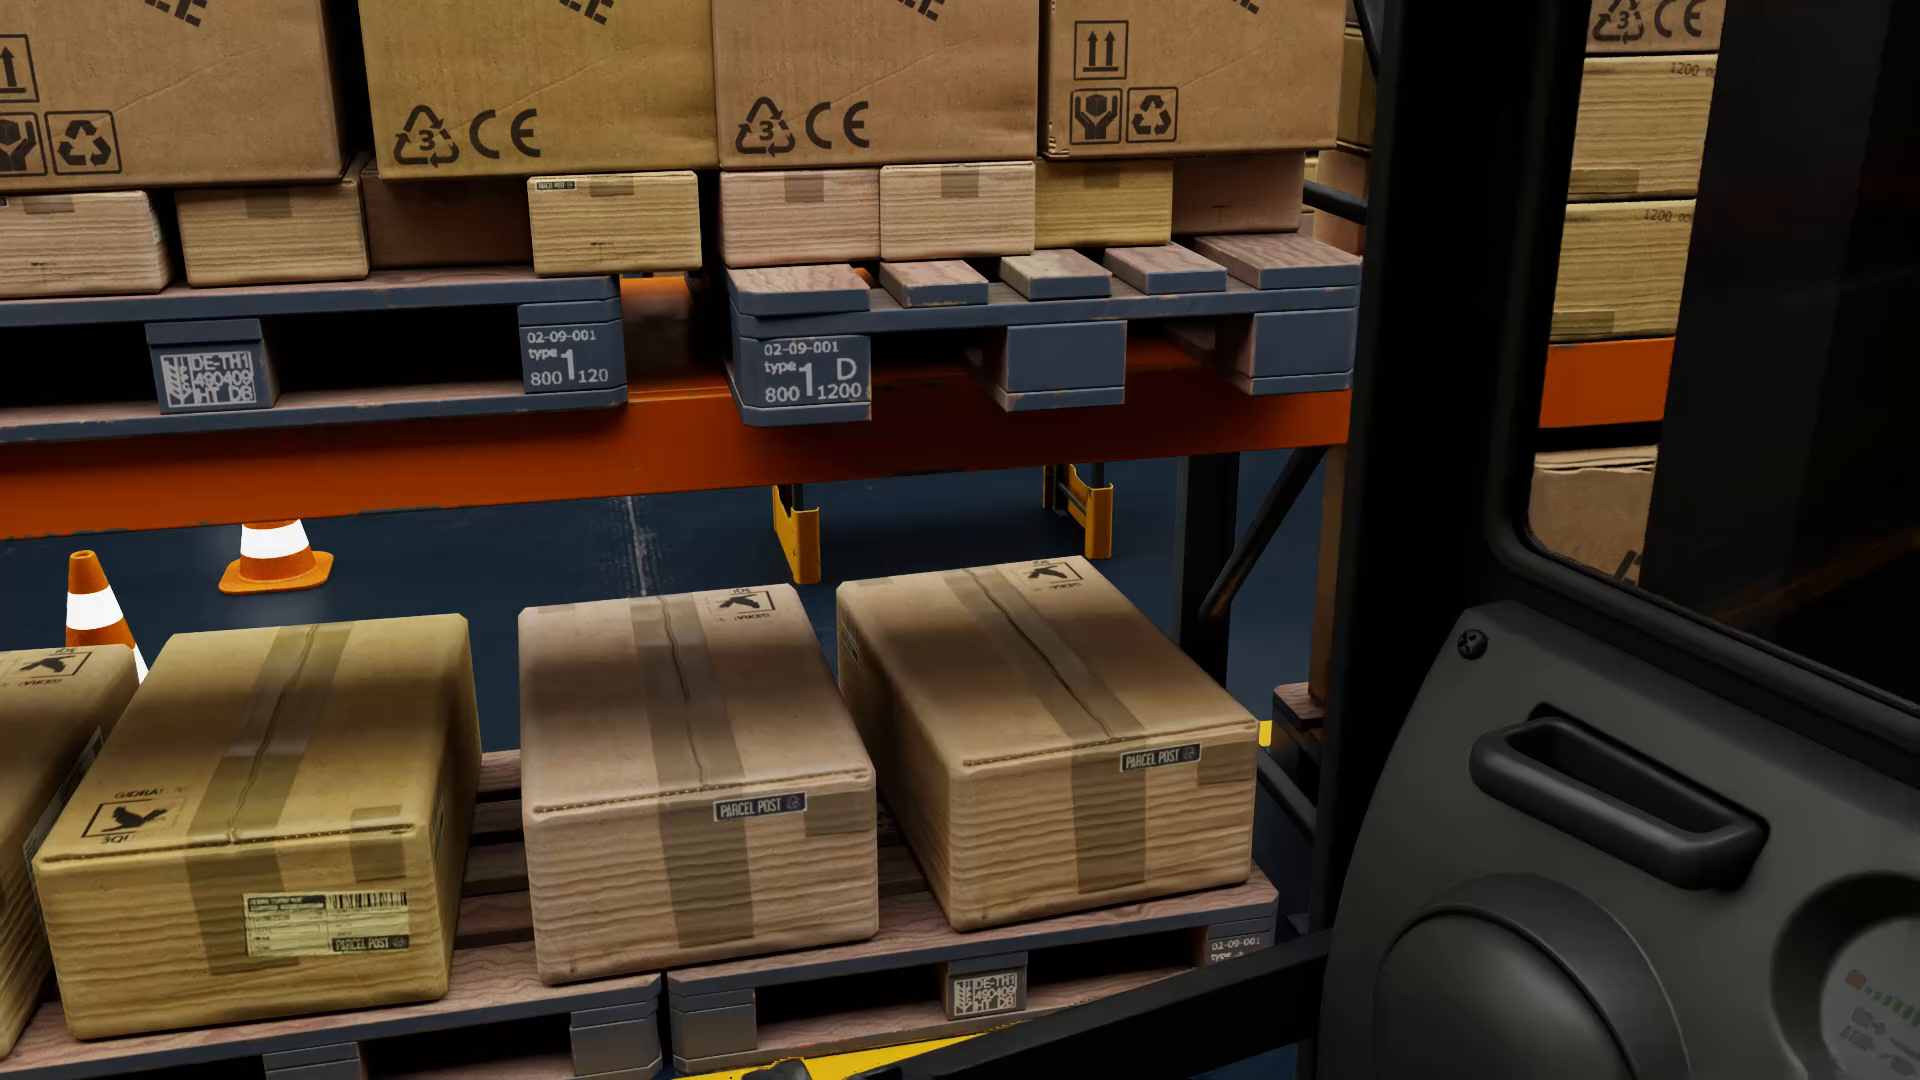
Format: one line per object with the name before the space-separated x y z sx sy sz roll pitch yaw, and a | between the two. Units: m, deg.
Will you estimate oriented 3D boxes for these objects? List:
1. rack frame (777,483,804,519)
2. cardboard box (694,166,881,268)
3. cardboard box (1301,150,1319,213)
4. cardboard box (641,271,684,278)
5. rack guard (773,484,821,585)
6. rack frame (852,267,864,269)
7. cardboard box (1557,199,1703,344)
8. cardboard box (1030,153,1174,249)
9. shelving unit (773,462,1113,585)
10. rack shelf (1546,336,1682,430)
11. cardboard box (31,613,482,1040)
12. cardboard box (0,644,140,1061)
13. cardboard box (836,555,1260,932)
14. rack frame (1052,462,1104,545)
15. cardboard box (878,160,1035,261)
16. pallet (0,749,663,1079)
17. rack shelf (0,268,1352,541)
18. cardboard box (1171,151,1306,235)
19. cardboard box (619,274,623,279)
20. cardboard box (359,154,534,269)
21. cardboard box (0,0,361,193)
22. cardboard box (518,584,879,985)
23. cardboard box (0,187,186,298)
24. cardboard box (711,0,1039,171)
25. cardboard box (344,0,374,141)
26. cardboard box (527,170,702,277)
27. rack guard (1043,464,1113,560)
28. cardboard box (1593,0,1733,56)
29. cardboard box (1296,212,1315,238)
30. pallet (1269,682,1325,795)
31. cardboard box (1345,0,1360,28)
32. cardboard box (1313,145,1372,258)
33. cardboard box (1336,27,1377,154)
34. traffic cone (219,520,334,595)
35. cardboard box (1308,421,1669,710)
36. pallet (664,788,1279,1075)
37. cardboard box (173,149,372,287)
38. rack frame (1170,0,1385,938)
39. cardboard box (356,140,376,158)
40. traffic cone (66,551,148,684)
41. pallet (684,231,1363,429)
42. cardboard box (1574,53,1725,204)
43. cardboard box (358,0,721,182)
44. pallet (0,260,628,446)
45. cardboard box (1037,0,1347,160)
rack frame | -0.578 -0.657 5.428 0.032 1.500 0.500 -5 21 -12
cardboard box | -0.292 -0.563 2.746 0.250 0.149 0.380 -6 21 -15
cardboard box | 1.673 -1.801 8.304 0.500 0.250 0.500 -6 21 -15
cardboard box | -1.152 -1.458 8.094 0.750 0.750 1.050 -5 21 -13
rack guard | -0.559 -0.072 5.648 0.087 0.250 0.587 -5 21 -12
rack frame | -0.539 -2.335 7.829 0.127 3.000 1.000 -5 21 -12
cardboard box | 1.233 -0.570 3.229 0.500 0.250 0.500 -5 21 -13
cardboard box | 0.189 -0.615 2.888 0.250 0.149 0.380 -4 21 -12
shelving unit | -0.074 -0.698 5.540 1.083 1.500 0.587 -5 21 -12
rack shelf | 2.645 -0.507 3.883 4.000 0.370 1.077 -5 21 -12
cardboard box | -1.309 0.511 3.268 0.625 0.372 0.950 -4 20 -11
cardboard box | -1.986 0.567 3.117 0.625 0.372 0.950 -3 20 -9
cardboard box | 0.146 0.392 3.594 0.625 0.372 0.950 -6 21 -16
rack frame | 0.412 -0.738 5.648 0.032 1.500 0.500 -5 21 -12
cardboard box | -0.046 -0.580 2.793 0.250 0.149 0.380 -5 21 -13
pallet | -1.247 0.780 3.379 1.213 0.211 1.003 -5 21 -12
rack shelf | -1.248 -0.190 3.019 4.000 0.370 1.077 -5 21 -12
cardboard box | 0.434 -0.661 3.012 0.250 0.149 0.380 -4 20 -10
cardboard box | -2.002 -1.388 7.902 0.750 0.750 1.050 -4 21 -12
cardboard box | -0.831 -0.559 2.734 0.250 0.149 0.380 -4 21 -12
cardboard box | -1.203 -0.813 2.485 0.500 0.500 0.500 -6 21 -15
cardboard box | -0.570 0.453 3.427 0.625 0.372 0.950 -5 21 -14
cardboard box | -1.309 -0.481 2.521 0.250 0.149 0.380 -4 20 -10
cardboard box | -0.181 -0.896 2.713 0.500 0.500 0.500 -5 21 -13
cardboard box | -1.302 -0.987 2.960 0.500 0.500 0.500 -5 21 -15
cardboard box | -0.557 -0.537 2.673 0.250 0.149 0.380 -4 21 -12
rack guard | 0.410 -0.151 5.863 0.087 0.250 0.587 -5 21 -12
cardboard box | 1.235 -1.160 3.021 0.500 0.500 0.500 -5 21 -14
cardboard box | 1.692 -1.453 8.443 0.500 0.500 0.500 -5 21 -14
pallet | 1.483 0.586 3.908 1.213 0.211 1.003 -5 21 -12
cardboard box | 1.141 -1.331 3.489 0.500 0.500 0.500 -5 21 -14
cardboard box | 1.131 -0.743 3.699 0.500 0.250 0.500 -5 21 -14
cardboard box | 1.111 -0.974 3.604 0.500 0.250 0.500 -5 21 -13
traffic cone | -2.258 -0.103 5.423 0.334 0.463 0.336 -5 21 -12
cardboard box | 1.390 0.087 3.694 0.875 0.875 0.875 -5 21 -13
pallet | -0.062 0.684 3.639 1.213 0.211 1.003 -5 21 -12
cardboard box | -1.056 -0.512 2.605 0.250 0.149 0.380 -5 21 -14
rack frame | 0.698 -0.686 3.327 0.127 3.000 1.000 -5 21 -12
cardboard box | -0.975 -0.689 3.090 0.250 0.149 0.380 -4 20 -10
traffic cone | -2.310 0.255 4.446 0.334 0.463 0.336 -5 21 -12
pallet | 0.029 -0.504 3.109 1.003 0.211 1.213 -5 21 -12
cardboard box | 1.248 -0.808 3.151 0.500 0.250 0.500 -5 21 -13
cardboard box | -0.672 -0.856 2.602 0.500 0.500 0.500 -6 21 -16
pallet | -1.219 -0.426 2.895 1.213 0.211 1.003 -5 21 -12
cardboard box | 0.320 -0.941 2.834 0.500 0.500 0.500 -5 21 -14
